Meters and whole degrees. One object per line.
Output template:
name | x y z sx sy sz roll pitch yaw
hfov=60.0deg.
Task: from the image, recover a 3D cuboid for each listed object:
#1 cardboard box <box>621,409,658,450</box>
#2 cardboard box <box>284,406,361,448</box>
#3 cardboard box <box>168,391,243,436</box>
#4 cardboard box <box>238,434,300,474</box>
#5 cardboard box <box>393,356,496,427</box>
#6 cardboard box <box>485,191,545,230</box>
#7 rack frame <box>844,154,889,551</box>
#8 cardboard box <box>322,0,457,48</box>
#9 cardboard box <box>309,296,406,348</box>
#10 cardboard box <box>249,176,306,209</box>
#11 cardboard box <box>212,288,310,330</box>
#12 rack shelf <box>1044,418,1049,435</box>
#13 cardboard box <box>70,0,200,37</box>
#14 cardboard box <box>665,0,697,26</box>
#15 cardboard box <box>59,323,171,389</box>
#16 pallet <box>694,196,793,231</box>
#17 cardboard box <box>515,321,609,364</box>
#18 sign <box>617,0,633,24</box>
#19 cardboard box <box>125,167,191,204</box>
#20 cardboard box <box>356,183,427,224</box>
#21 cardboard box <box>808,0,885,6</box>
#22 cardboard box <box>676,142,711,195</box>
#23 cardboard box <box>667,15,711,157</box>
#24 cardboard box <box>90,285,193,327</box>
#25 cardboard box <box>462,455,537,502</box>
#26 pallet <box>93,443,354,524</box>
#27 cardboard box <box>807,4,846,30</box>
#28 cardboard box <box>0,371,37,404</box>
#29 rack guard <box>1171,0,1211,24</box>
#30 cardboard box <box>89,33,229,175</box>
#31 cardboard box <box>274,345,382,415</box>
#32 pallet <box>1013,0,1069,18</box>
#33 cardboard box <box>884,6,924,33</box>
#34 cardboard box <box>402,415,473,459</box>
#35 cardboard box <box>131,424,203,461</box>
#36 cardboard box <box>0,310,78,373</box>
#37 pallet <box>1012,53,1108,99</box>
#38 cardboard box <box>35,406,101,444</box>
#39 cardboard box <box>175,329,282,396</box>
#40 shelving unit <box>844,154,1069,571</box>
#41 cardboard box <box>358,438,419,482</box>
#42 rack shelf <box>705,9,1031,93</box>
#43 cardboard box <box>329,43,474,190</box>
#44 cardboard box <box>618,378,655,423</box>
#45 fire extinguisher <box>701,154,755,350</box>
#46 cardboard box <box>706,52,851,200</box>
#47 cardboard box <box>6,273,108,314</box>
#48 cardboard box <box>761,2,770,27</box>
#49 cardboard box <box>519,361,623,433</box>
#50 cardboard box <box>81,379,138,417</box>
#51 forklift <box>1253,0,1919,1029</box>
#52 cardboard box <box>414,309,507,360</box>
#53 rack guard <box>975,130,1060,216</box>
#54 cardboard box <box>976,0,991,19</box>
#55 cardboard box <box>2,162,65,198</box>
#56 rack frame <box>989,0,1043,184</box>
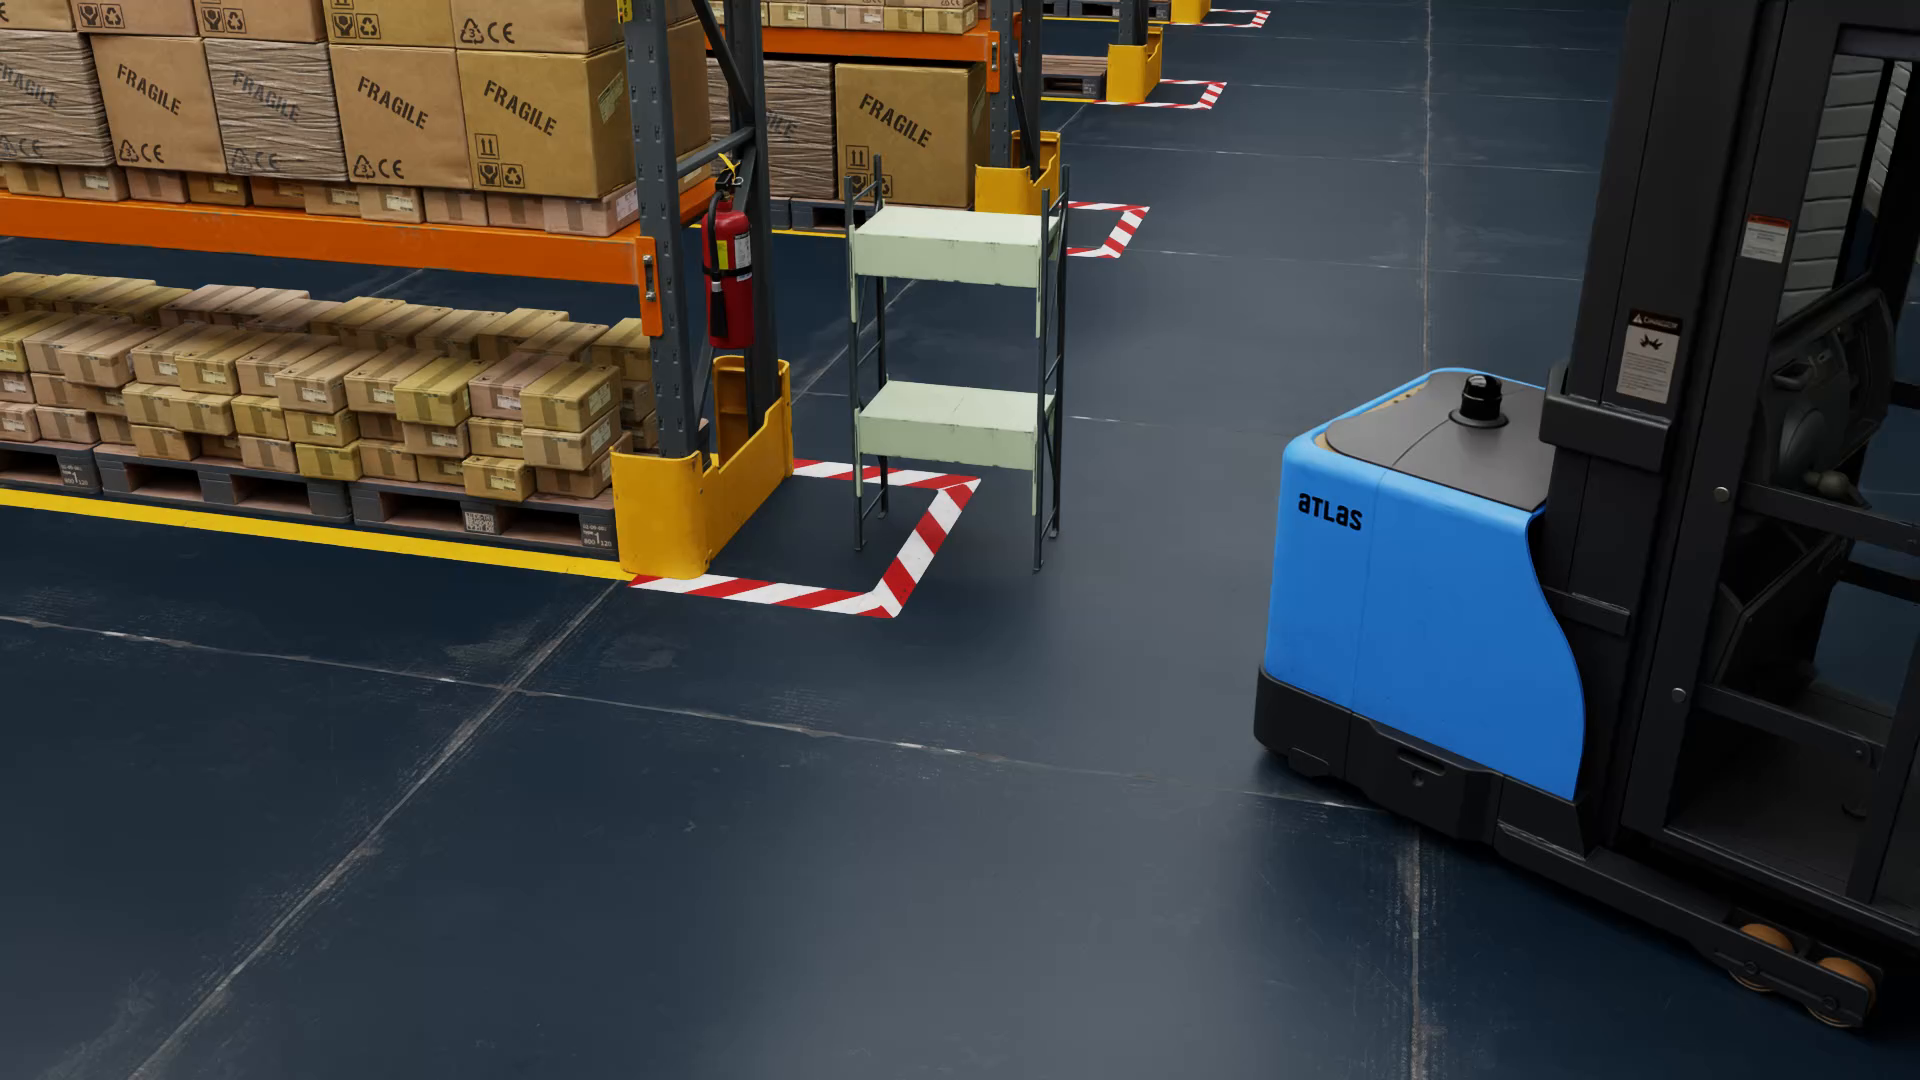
cardboard box | -1.390 -0.540 7.222 0.250 0.149 0.380 7 26 14
cardboard box | -2.553 -0.527 6.850 0.250 0.149 0.380 7 26 14
cardboard box | -3.070 -0.580 6.961 0.250 0.149 0.380 7 26 14
cardboard box | -2.797 -0.429 6.990 0.250 0.149 0.380 7 26 14
cardboard box | -2.049 -0.596 6.647 0.250 0.149 0.380 6 26 12
cardboard box | -1.580 -1.294 6.270 0.250 0.149 0.380 6 26 13
rack frame | -0.361 -0.717 6.511 0.023 1.500 0.400 6 26 13
cardboard box | -1.958 -2.078 6.001 0.500 0.500 0.500 5 26 11
cardboard box | -2.664 -0.949 7.390 0.250 0.149 0.380 7 26 14
cardboard box | -2.574 -1.426 6.548 0.250 0.149 0.380 5 26 11
cardboard box | -3.145 -1.008 7.514 0.250 0.149 0.380 5 26 11
rack shelf | -0.006 -0.448 6.538 0.664 0.071 0.332 6 26 13
cardboard box | -2.977 -2.186 6.226 0.500 0.500 0.500 5 26 11
cardboard box | -1.331 -2.237 6.334 0.500 0.500 0.500 6 26 13
cardboard box | -3.560 -0.784 7.042 0.250 0.149 0.380 7 26 14
pallet | -1.600 -2.427 11.603 1.213 0.211 1.003 6 26 13
cardboard box | -1.682 -0.796 7.068 0.250 0.149 0.380 7 26 14
sign | -1.119 -1.884 5.504 0.005 0.325 0.100 6 26 13
cardboard box | -3.084 -1.466 6.632 0.250 0.149 0.380 7 26 15
cardboard box | -2.079 -1.332 6.351 0.250 0.149 0.380 7 26 14
cardboard box | -0.655 -3.564 10.576 0.500 0.250 0.500 6 26 12
cardboard box | -1.194 -1.506 6.715 0.250 0.149 0.380 6 26 13
cardboard box | -1.328 -1.790 6.559 0.500 0.500 0.500 8 26 15
cardboard box | -3.694 -1.023 7.544 0.250 0.149 0.380 7 26 15
cardboard box | -1.798 -0.305 6.729 0.250 0.149 0.380 7 26 15
pallet | -2.991 -0.430 7.408 1.213 0.211 1.003 6 26 13
cardboard box | -0.793 -3.371 10.634 0.250 0.149 0.380 7 26 14
cardboard box | -4.052 -0.740 7.297 0.250 0.149 0.380 6 26 13
rack guard | 2.769 -6.505 19.832 0.348 0.500 1.175 6 26 13
cardboard box | -2.932 -1.733 6.439 0.500 0.500 0.500 8 27 16
cardboard box | -2.558 -0.655 6.773 0.250 0.149 0.380 7 26 15
pallet | 0.818 -6.591 20.349 1.213 0.211 1.003 6 26 13
cardboard box | -0.308 -3.317 10.519 0.250 0.149 0.380 7 26 14
cardboard box | -2.048 -0.477 6.745 0.250 0.149 0.380 5 26 11
cardboard box | -3.296 -0.484 7.104 0.250 0.149 0.380 6 26 12
cardboard box | -4.045 -0.863 7.209 0.250 0.149 0.380 6 26 12
pallet | 0.816 -4.409 15.766 1.213 0.211 1.003 6 26 13
cardboard box | -3.794 -0.566 7.277 0.250 0.149 0.380 6 26 12
cardboard box | -3.047 -0.746 6.963 0.250 0.149 0.380 6 26 13
shelving unit | -0.006 -0.678 6.429 0.755 1.500 0.431 6 26 13
cardboard box | -2.275 -0.390 6.908 0.250 0.149 0.380 7 26 14
rack shelf | -1.566 -3.391 11.220 4.000 0.370 1.077 6 26 13
cardboard box | -1.959 -1.626 6.212 0.500 0.500 0.500 6 26 12
cardboard box | -1.405 -0.647 7.102 0.250 0.149 0.380 7 26 15
fire extinguisher | -0.833 -1.025 5.938 0.183 0.674 0.296 6 26 13
cardboard box | -1.150 -2.865 11.261 0.875 0.875 0.875 6 26 13
cardboard box | -4.169 -1.107 7.721 0.250 0.149 0.380 7 26 14
cardboard box | -1.296 -3.426 10.748 0.250 0.149 0.380 6 26 13
cardboard box | -1.538 -0.570 6.594 0.250 0.149 0.380 7 26 14
cardboard box | -3.531 -0.671 7.151 0.250 0.149 0.380 8 26 15
forklift | 2.349 -0.326 4.099 3.031 2.867 1.129 22 33 38
cardboard box | -2.155 -0.868 7.220 0.250 0.149 0.380 5 26 10
rack guard | 0.395 -2.371 11.148 0.348 0.500 1.175 6 26 13
cardboard box | 0.110 -3.564 11.038 0.250 0.149 0.380 7 26 14
cardboard box | -3.613 -1.507 6.718 0.250 0.149 0.380 7 26 14
rack frame | 0.371 -3.502 10.616 0.127 3.000 1.000 6 26 13
